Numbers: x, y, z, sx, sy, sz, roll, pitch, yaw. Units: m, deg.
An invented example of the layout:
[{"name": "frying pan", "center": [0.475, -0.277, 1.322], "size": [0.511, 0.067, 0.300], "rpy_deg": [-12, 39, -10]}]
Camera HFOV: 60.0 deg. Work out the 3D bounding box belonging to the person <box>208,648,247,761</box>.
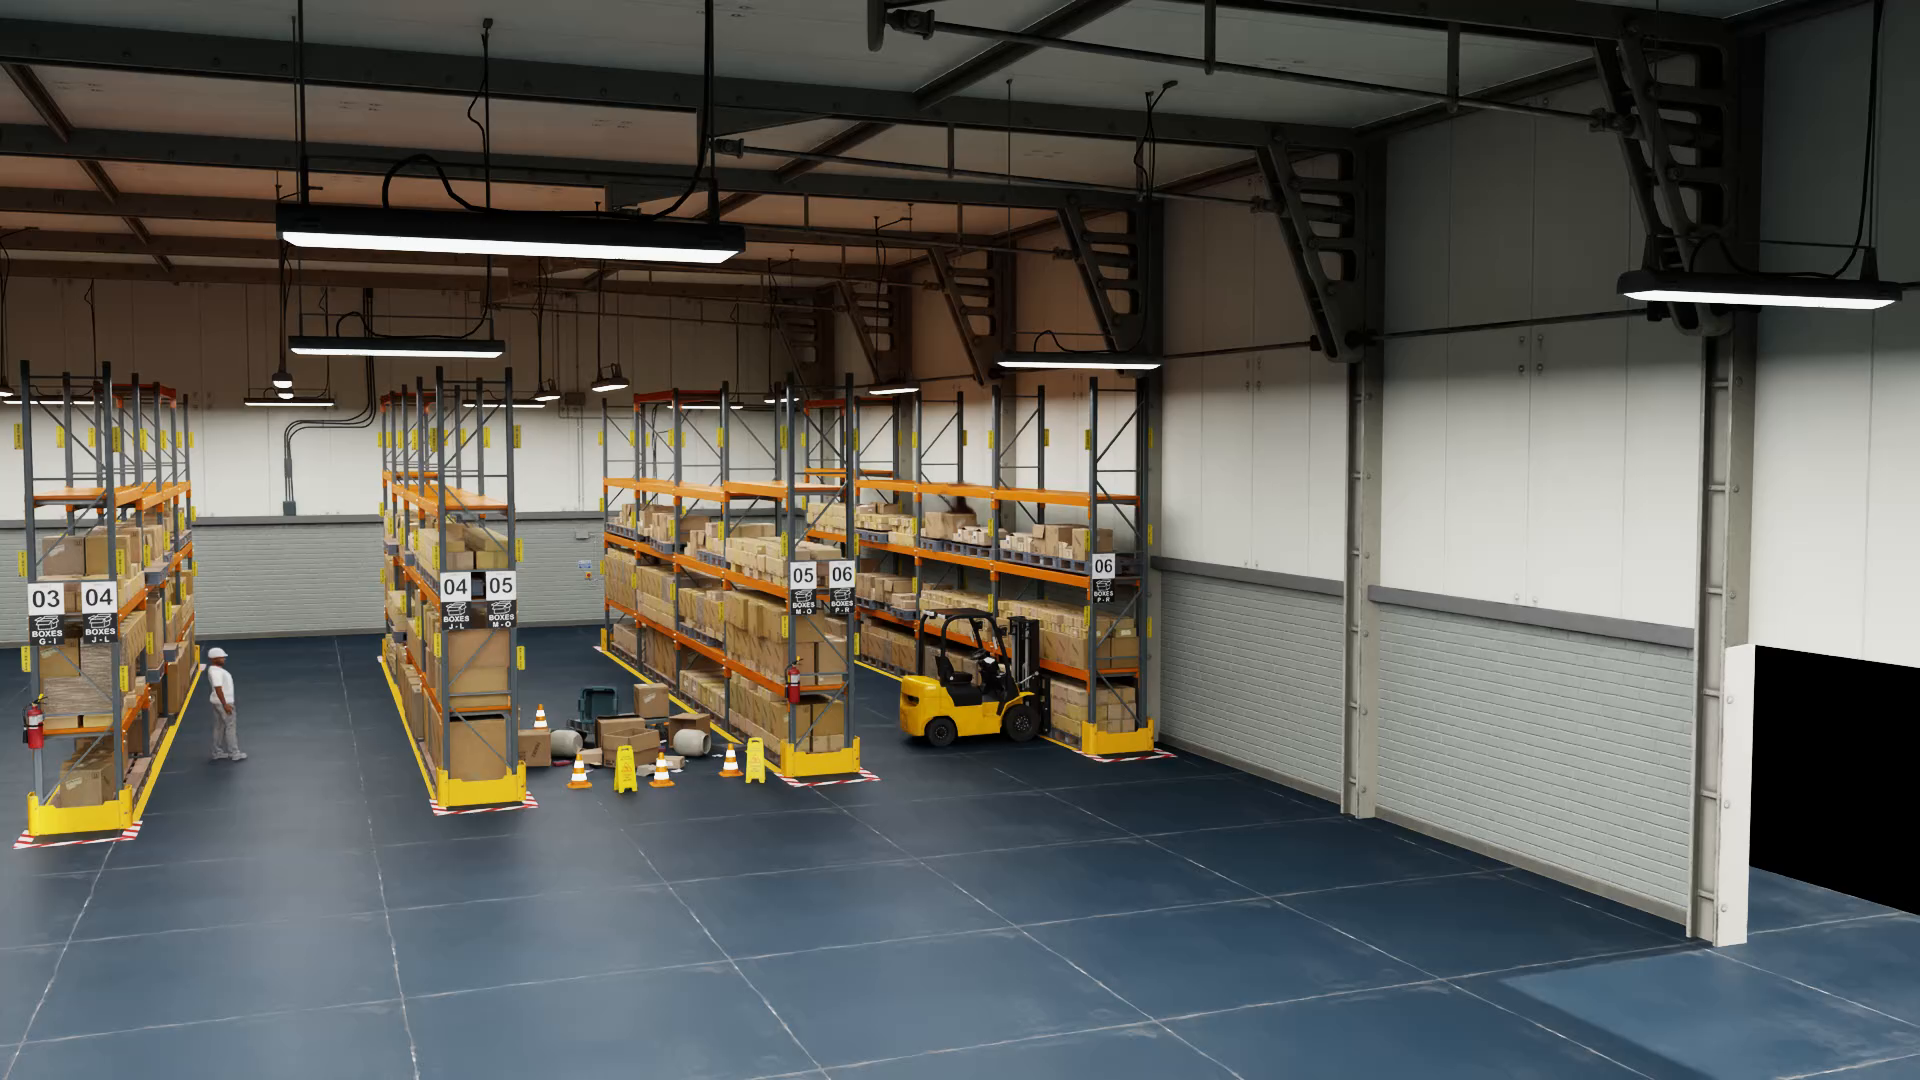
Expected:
[{"name": "person", "center": [-11.458, 2.556, 25.946], "size": [0.546, 1.758, 0.666], "rpy_deg": [-3, 5, -42]}]
